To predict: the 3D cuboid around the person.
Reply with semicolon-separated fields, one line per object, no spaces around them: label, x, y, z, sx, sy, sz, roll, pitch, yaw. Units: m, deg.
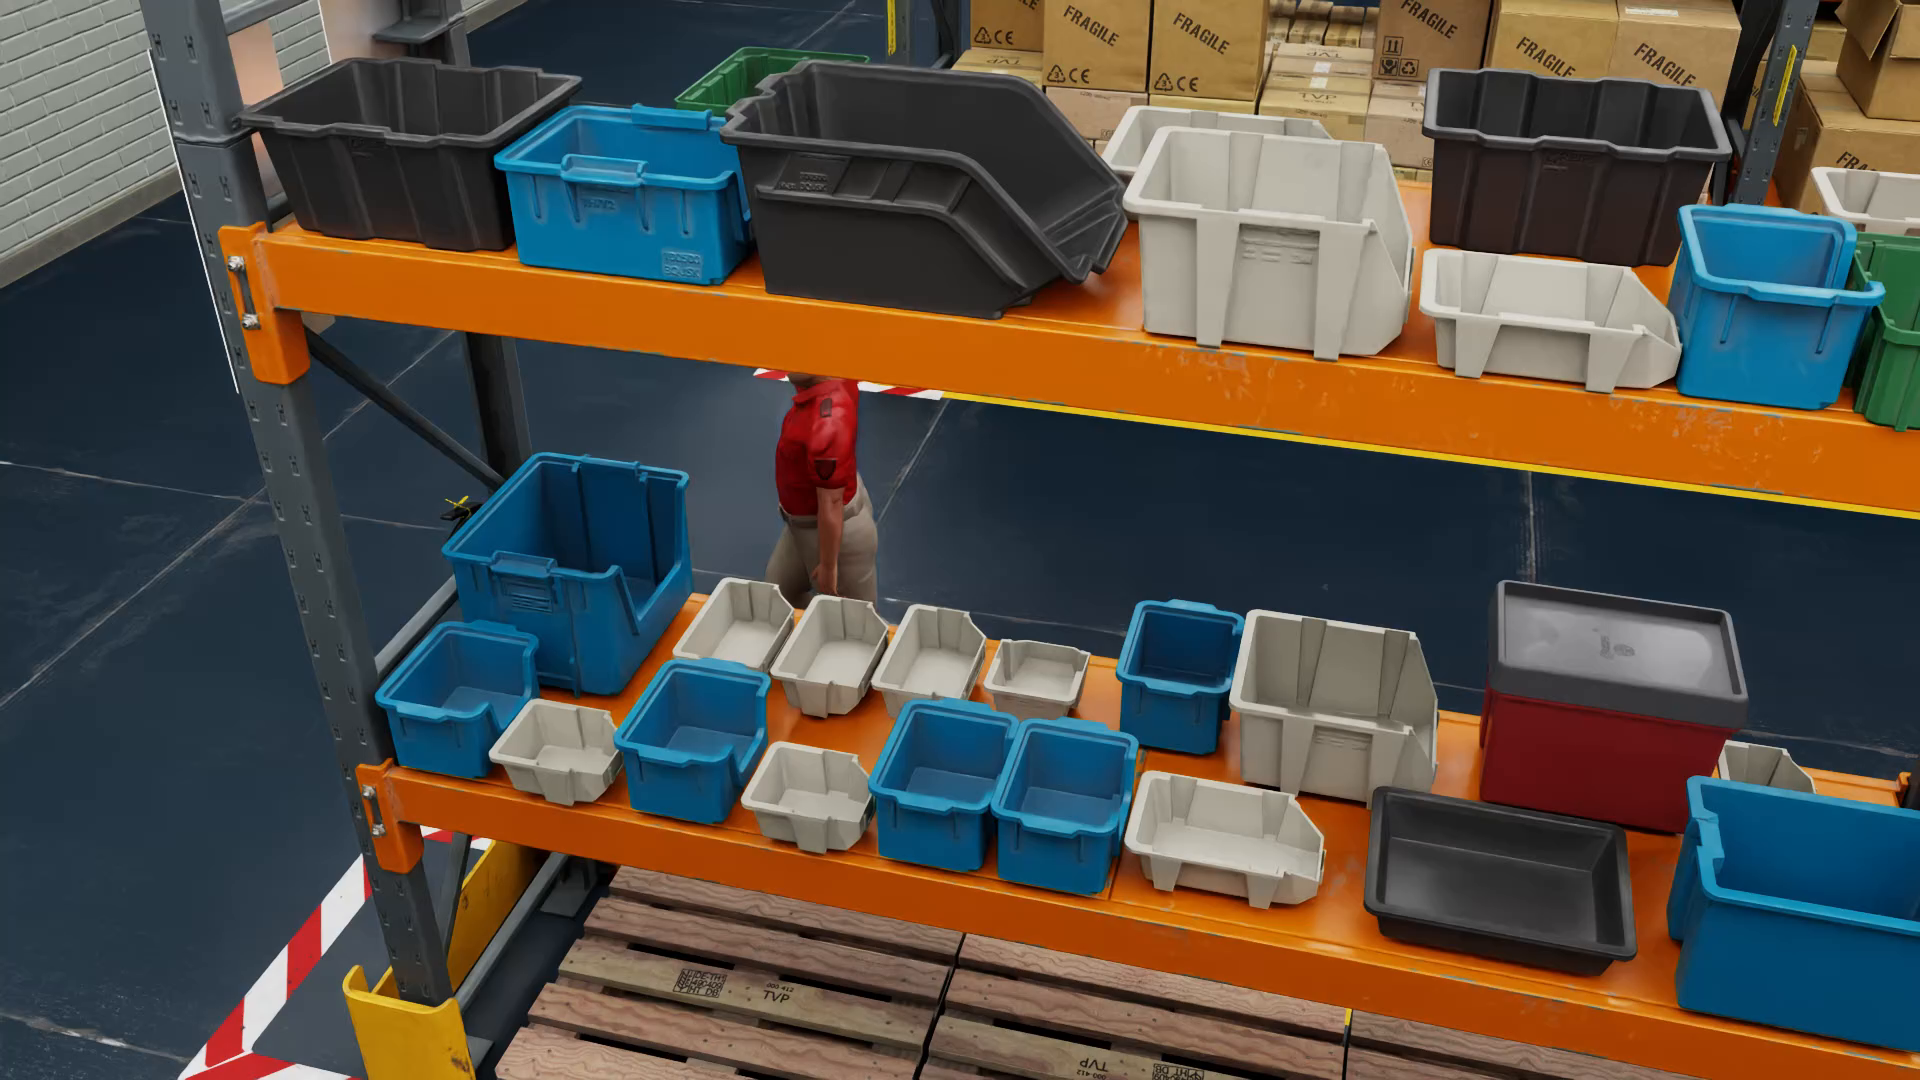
person;-0.489;-0.033;6.219;0.674;1.719;0.538;-3;33;-5
